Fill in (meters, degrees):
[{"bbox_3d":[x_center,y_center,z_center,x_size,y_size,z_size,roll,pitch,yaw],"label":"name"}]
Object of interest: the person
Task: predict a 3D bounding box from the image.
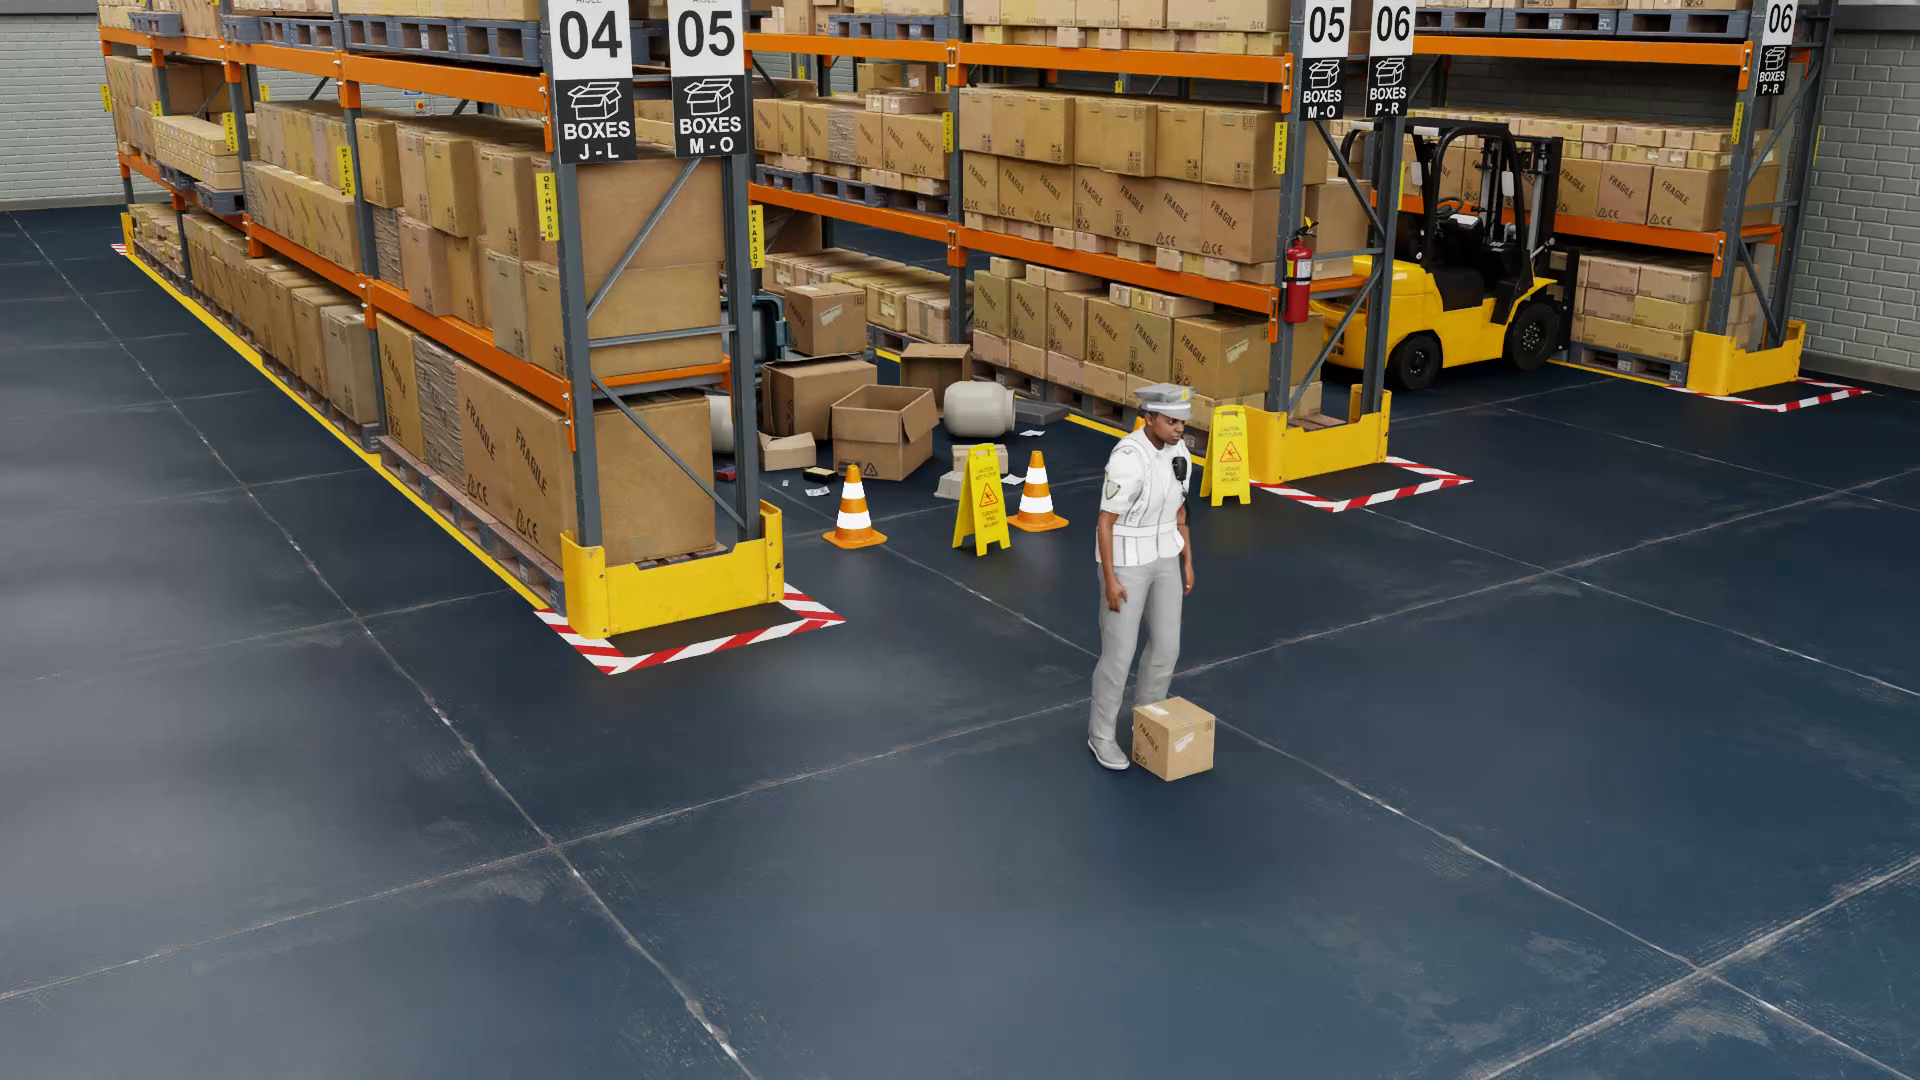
[{"bbox_3d":[0.789,0.129,7.158,0.529,1.663,0.392,-13,22,-34],"label":"person"}]
